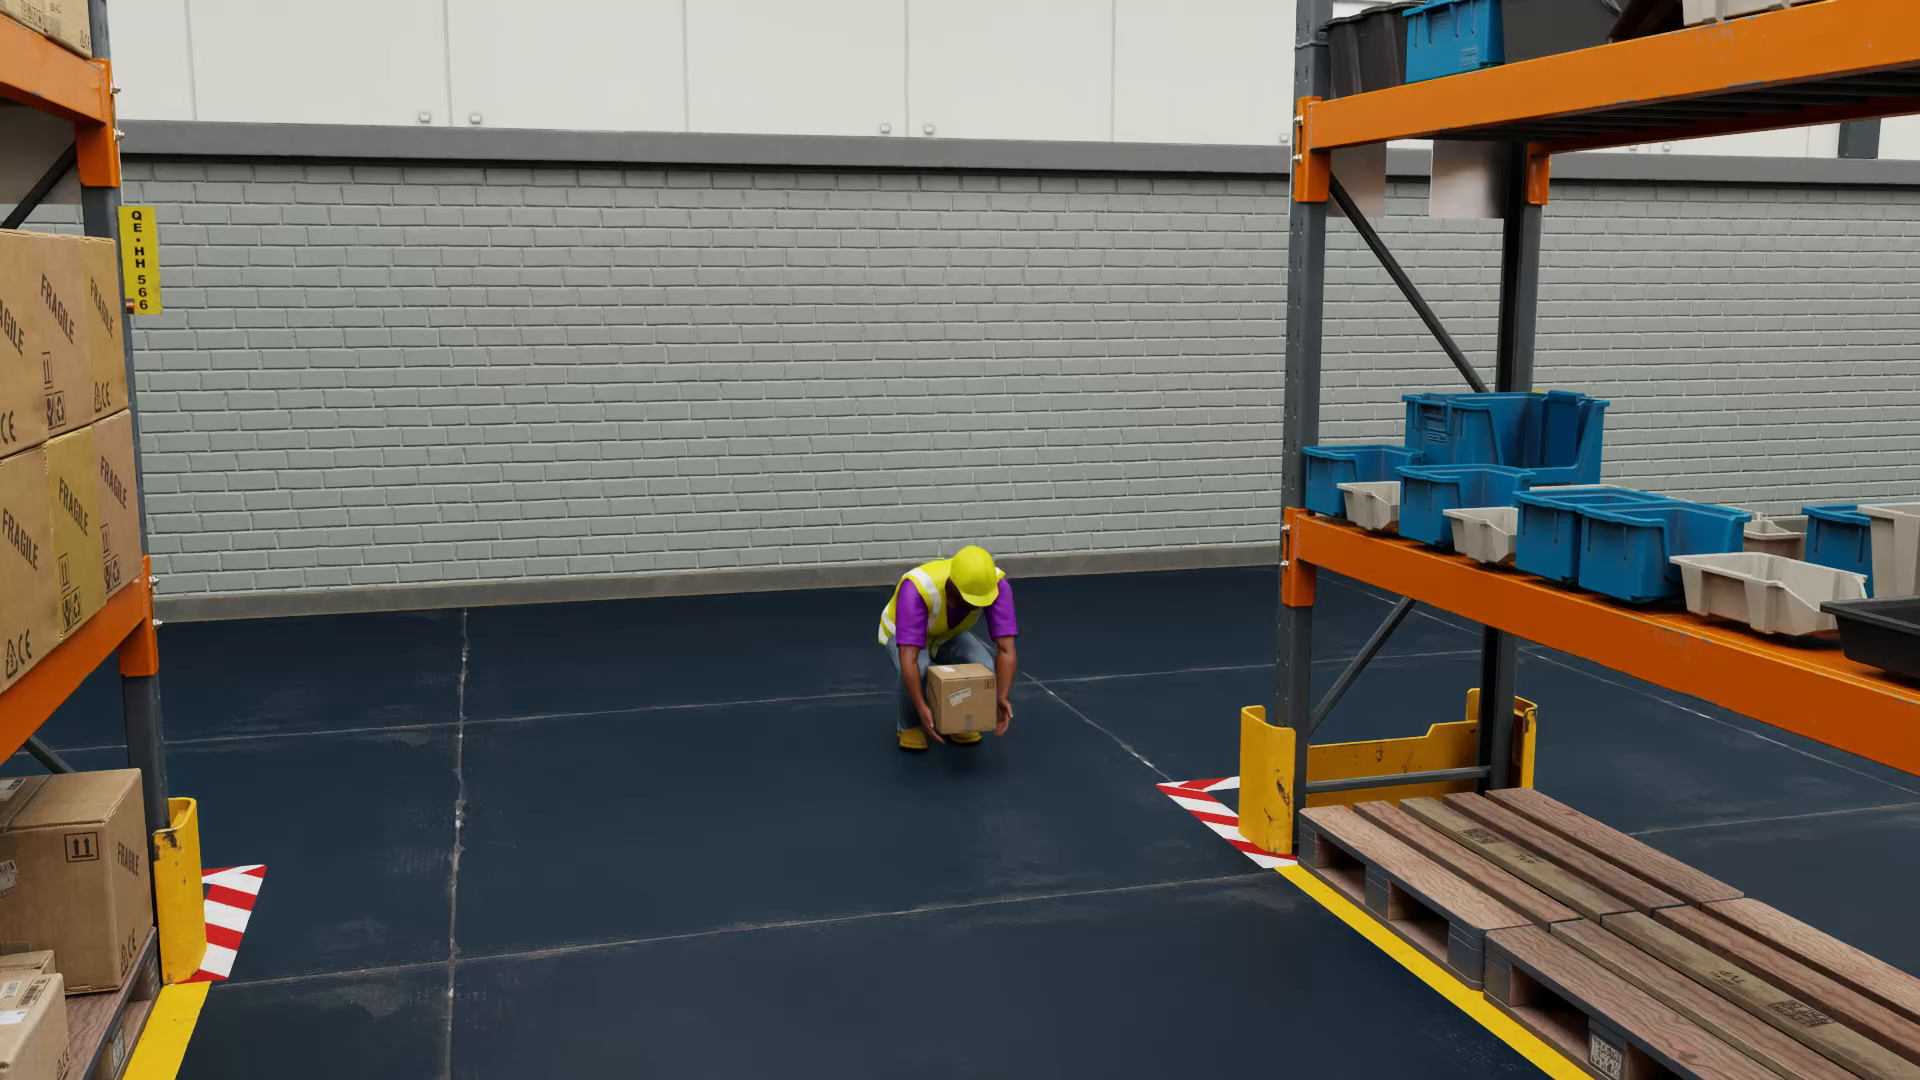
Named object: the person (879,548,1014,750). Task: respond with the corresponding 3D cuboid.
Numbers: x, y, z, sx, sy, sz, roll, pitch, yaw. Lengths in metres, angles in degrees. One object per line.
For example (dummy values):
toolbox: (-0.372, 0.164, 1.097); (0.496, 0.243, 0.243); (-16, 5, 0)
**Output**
person: (-0.061, 0.488, 7.720); (0.590, 0.996, 0.886); (-3, 10, -16)
